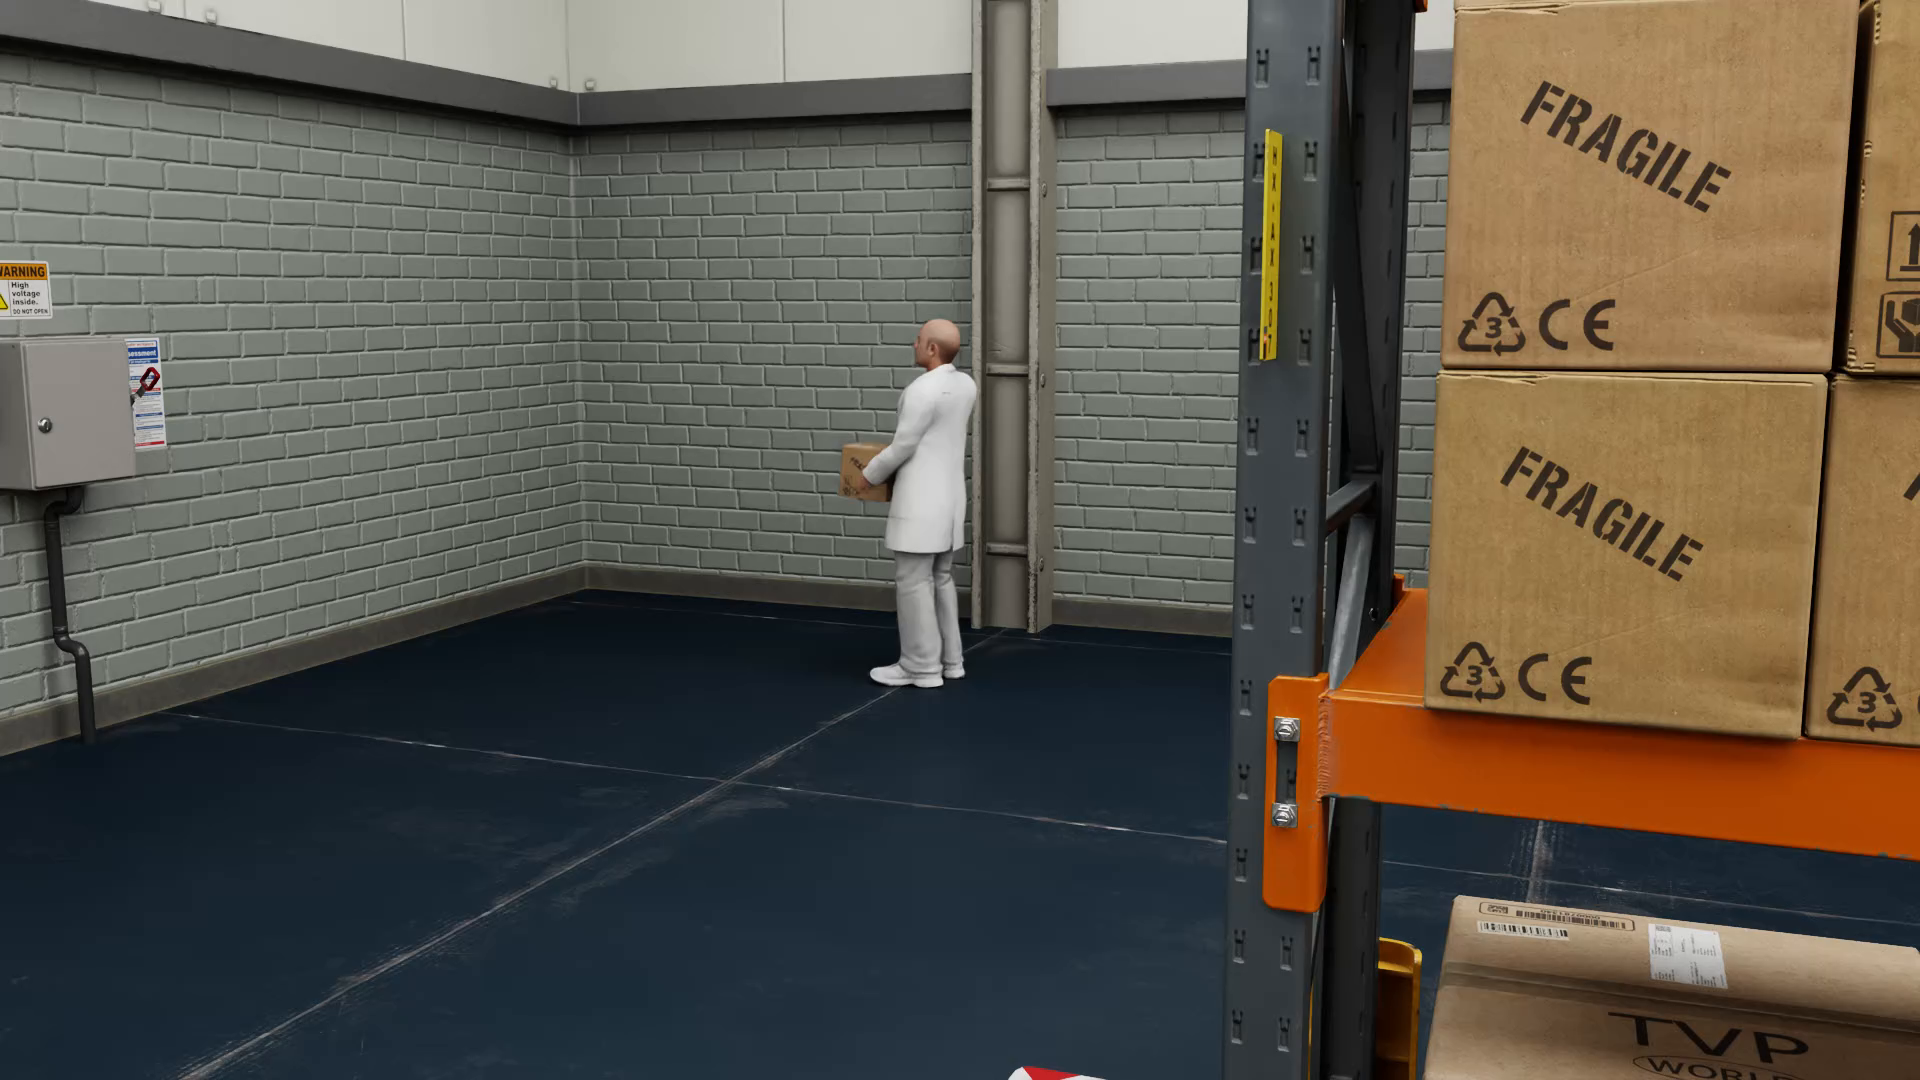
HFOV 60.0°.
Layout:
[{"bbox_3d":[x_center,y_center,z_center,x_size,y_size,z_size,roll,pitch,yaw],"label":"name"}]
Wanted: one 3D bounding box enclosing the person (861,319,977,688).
[{"bbox_3d":[-0.233,-0.186,8.123,0.553,1.778,0.538,5,10,28],"label":"person"}]
